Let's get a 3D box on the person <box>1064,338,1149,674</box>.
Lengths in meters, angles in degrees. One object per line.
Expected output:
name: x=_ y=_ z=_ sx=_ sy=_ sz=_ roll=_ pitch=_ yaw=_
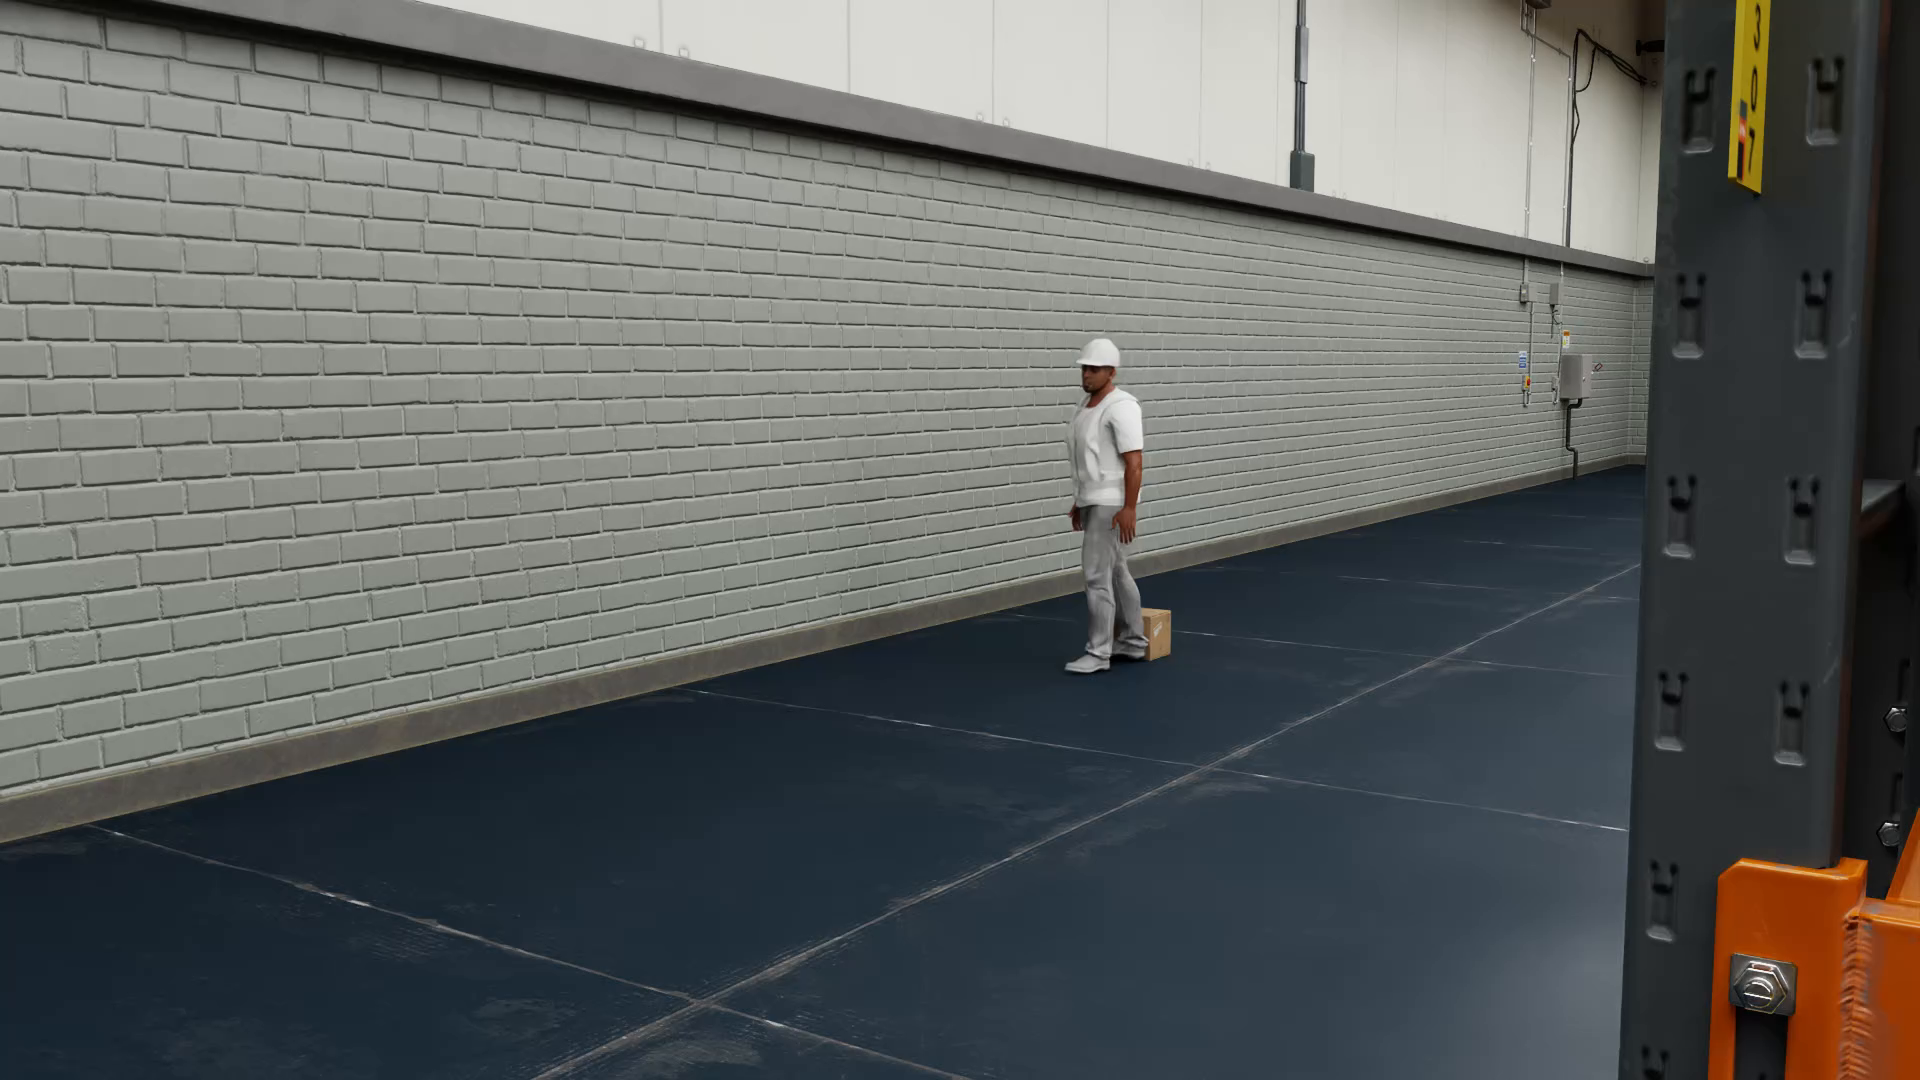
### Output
person: x=0.776 y=-0.190 z=8.901 sx=0.569 sy=1.766 sz=0.589 roll=-2 pitch=7 yaw=-17
